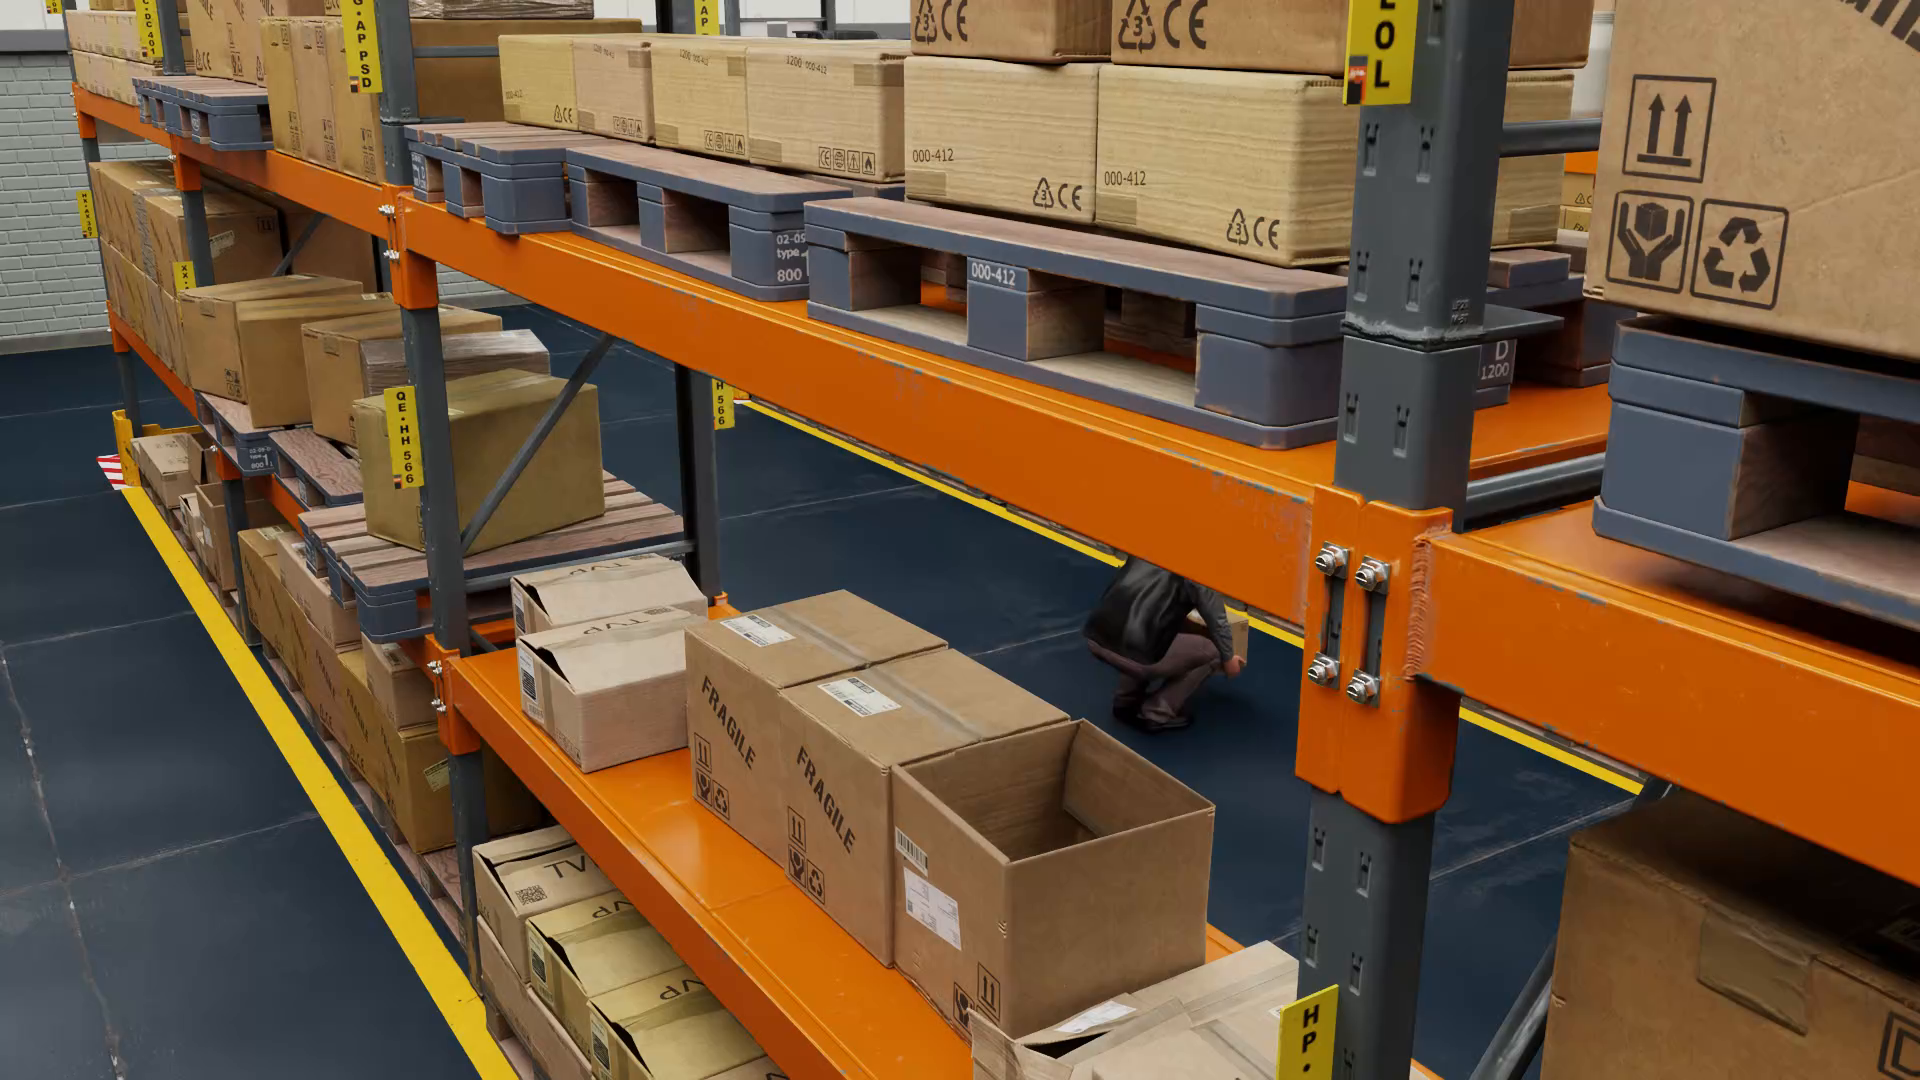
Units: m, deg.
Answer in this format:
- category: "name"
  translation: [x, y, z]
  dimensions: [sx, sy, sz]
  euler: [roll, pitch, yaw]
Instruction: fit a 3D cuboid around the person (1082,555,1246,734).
- category: "person"
  translation: [0.988, 0.405, 8.081]
  dimensions: [0.843, 0.974, 0.515]
  euler: [-12, 21, -33]
